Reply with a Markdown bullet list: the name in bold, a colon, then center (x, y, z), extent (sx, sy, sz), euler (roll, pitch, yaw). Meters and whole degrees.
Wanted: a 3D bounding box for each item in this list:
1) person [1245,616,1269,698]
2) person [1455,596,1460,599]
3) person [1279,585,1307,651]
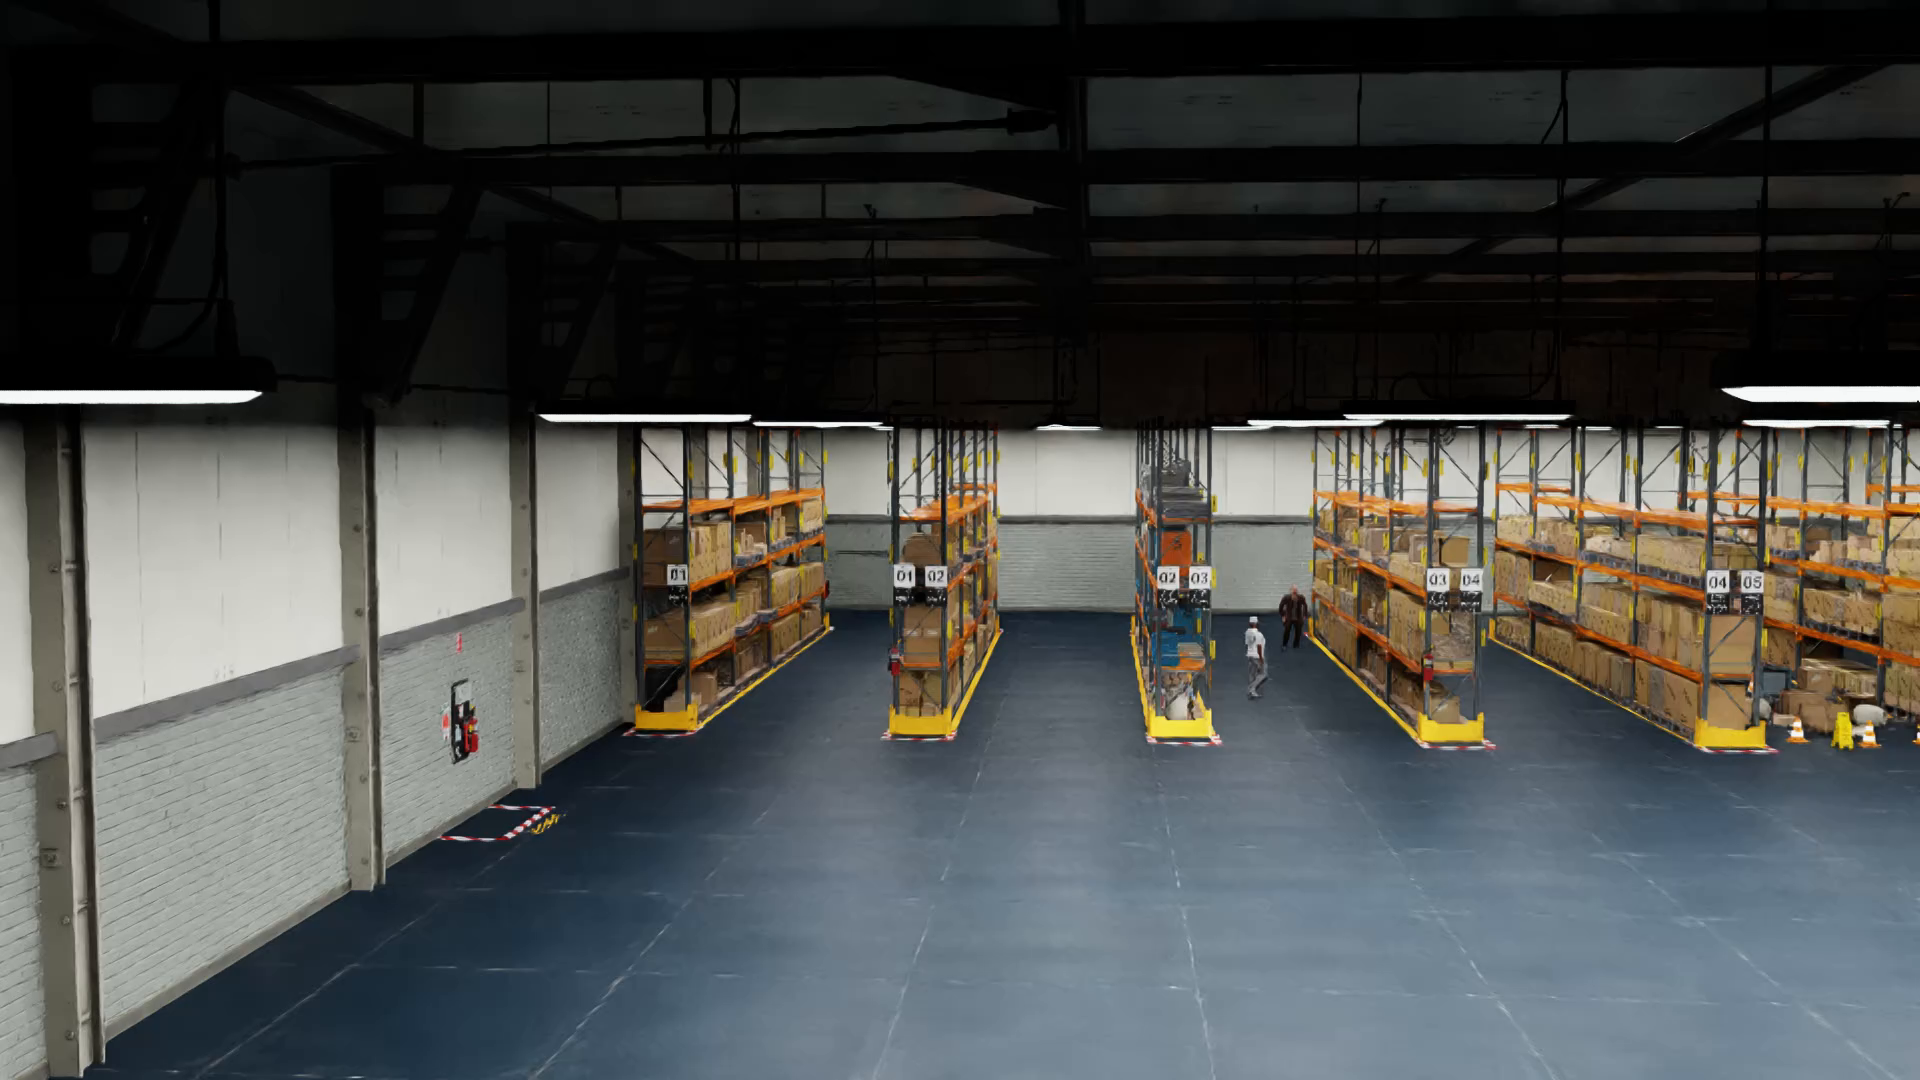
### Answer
- **person**: center (6.327, 2.511, 35.660), extent (0.457, 1.763, 0.609), euler (-1, 4, -22)
- **person**: center (14.103, 1.801, 47.026), extent (0.402, 1.672, 0.506), euler (0, 4, 2)
- **person**: center (8.688, 2.029, 43.411), extent (0.729, 1.733, 0.546), euler (0, 4, 4)
